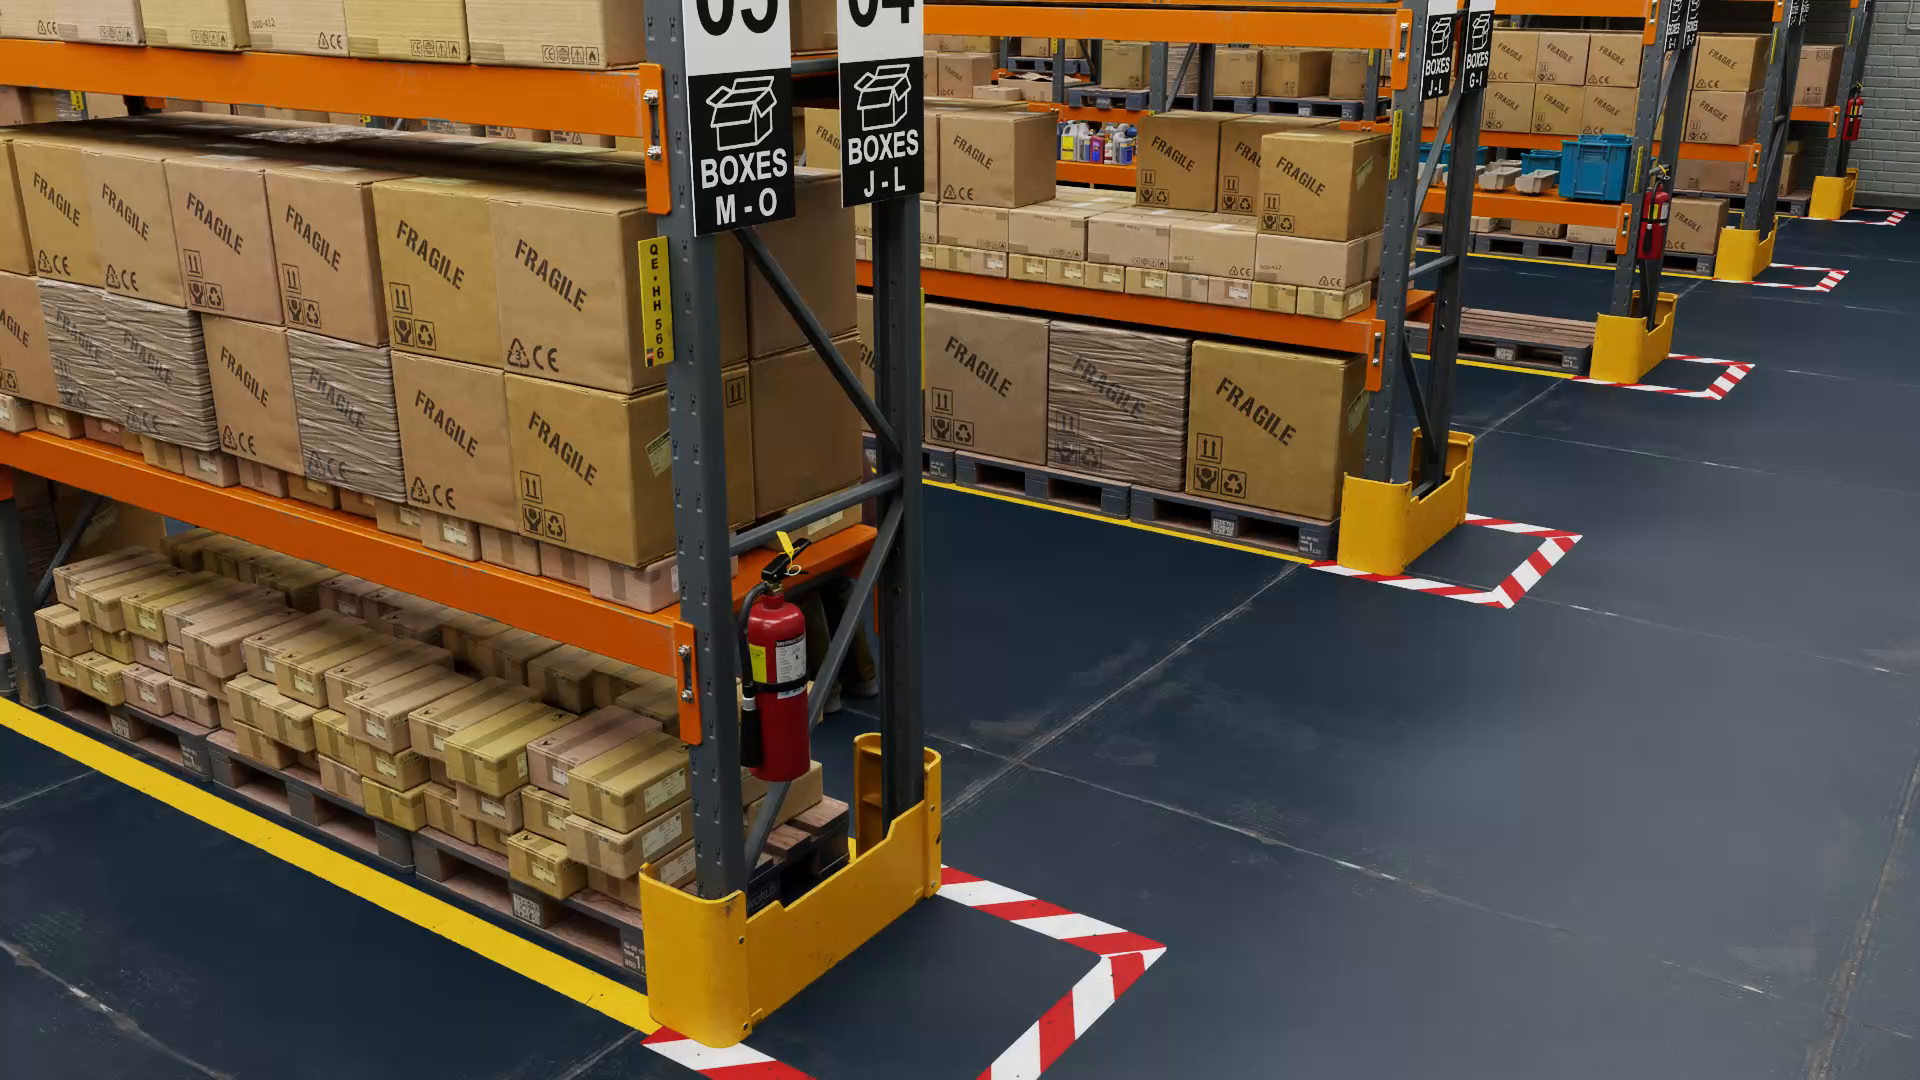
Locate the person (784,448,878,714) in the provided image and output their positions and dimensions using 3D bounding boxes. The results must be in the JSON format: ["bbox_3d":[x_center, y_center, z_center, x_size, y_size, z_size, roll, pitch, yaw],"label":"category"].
[{"bbox_3d":[-0.666,-0.111,7.050,0.638,1.689,0.536,10,22,26],"label":"person"}]
